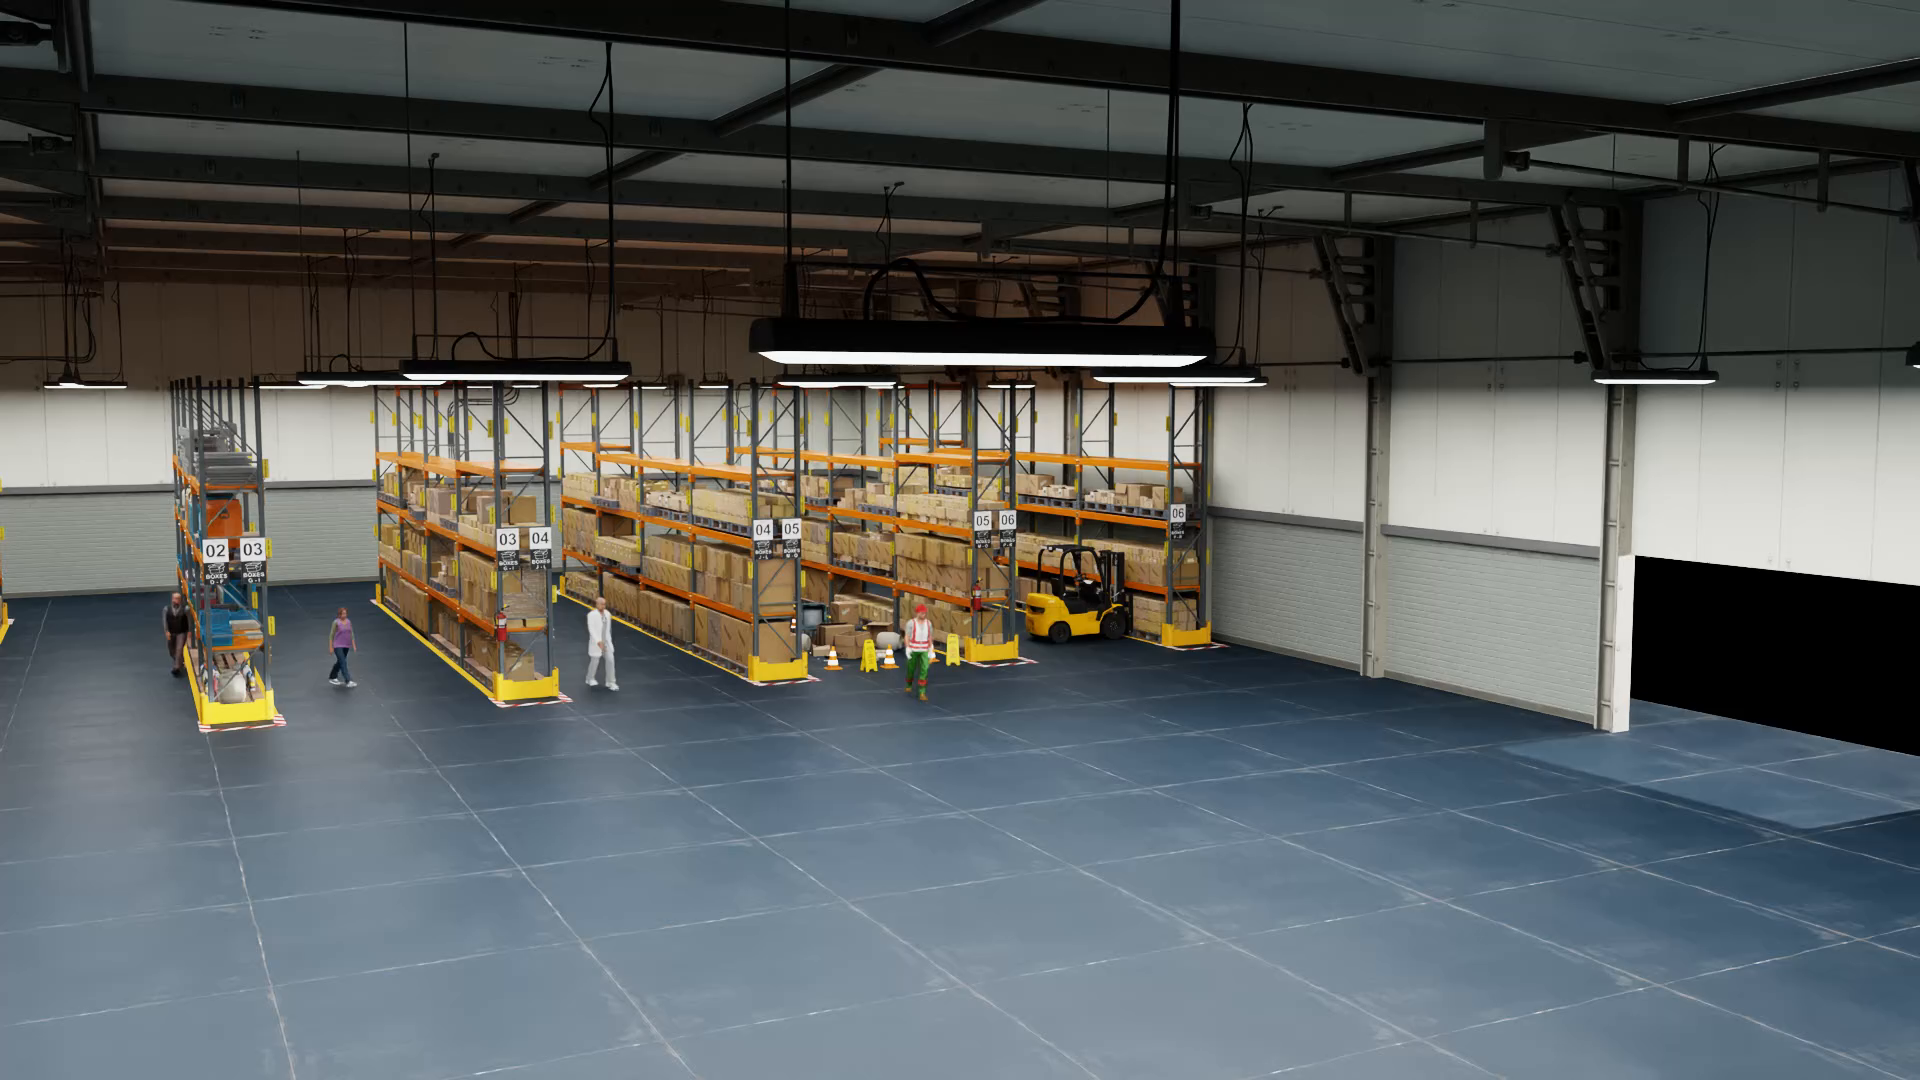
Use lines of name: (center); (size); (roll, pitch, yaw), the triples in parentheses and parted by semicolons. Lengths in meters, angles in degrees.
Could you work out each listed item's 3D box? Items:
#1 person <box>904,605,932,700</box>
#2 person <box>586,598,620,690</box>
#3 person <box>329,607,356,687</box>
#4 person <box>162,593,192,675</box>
person: (-0.765, 2.082, 31.139); (0.635, 1.752, 0.932); (-2, 6, -23)
person: (-6.921, 1.991, 32.188); (0.592, 1.760, 0.977); (-5, 7, -44)
person: (-11.932, 2.068, 32.194); (0.979, 1.540, 0.440); (3, 6, 27)
person: (-15.954, 1.859, 33.915); (0.522, 1.596, 0.942); (-1, 5, -12)
